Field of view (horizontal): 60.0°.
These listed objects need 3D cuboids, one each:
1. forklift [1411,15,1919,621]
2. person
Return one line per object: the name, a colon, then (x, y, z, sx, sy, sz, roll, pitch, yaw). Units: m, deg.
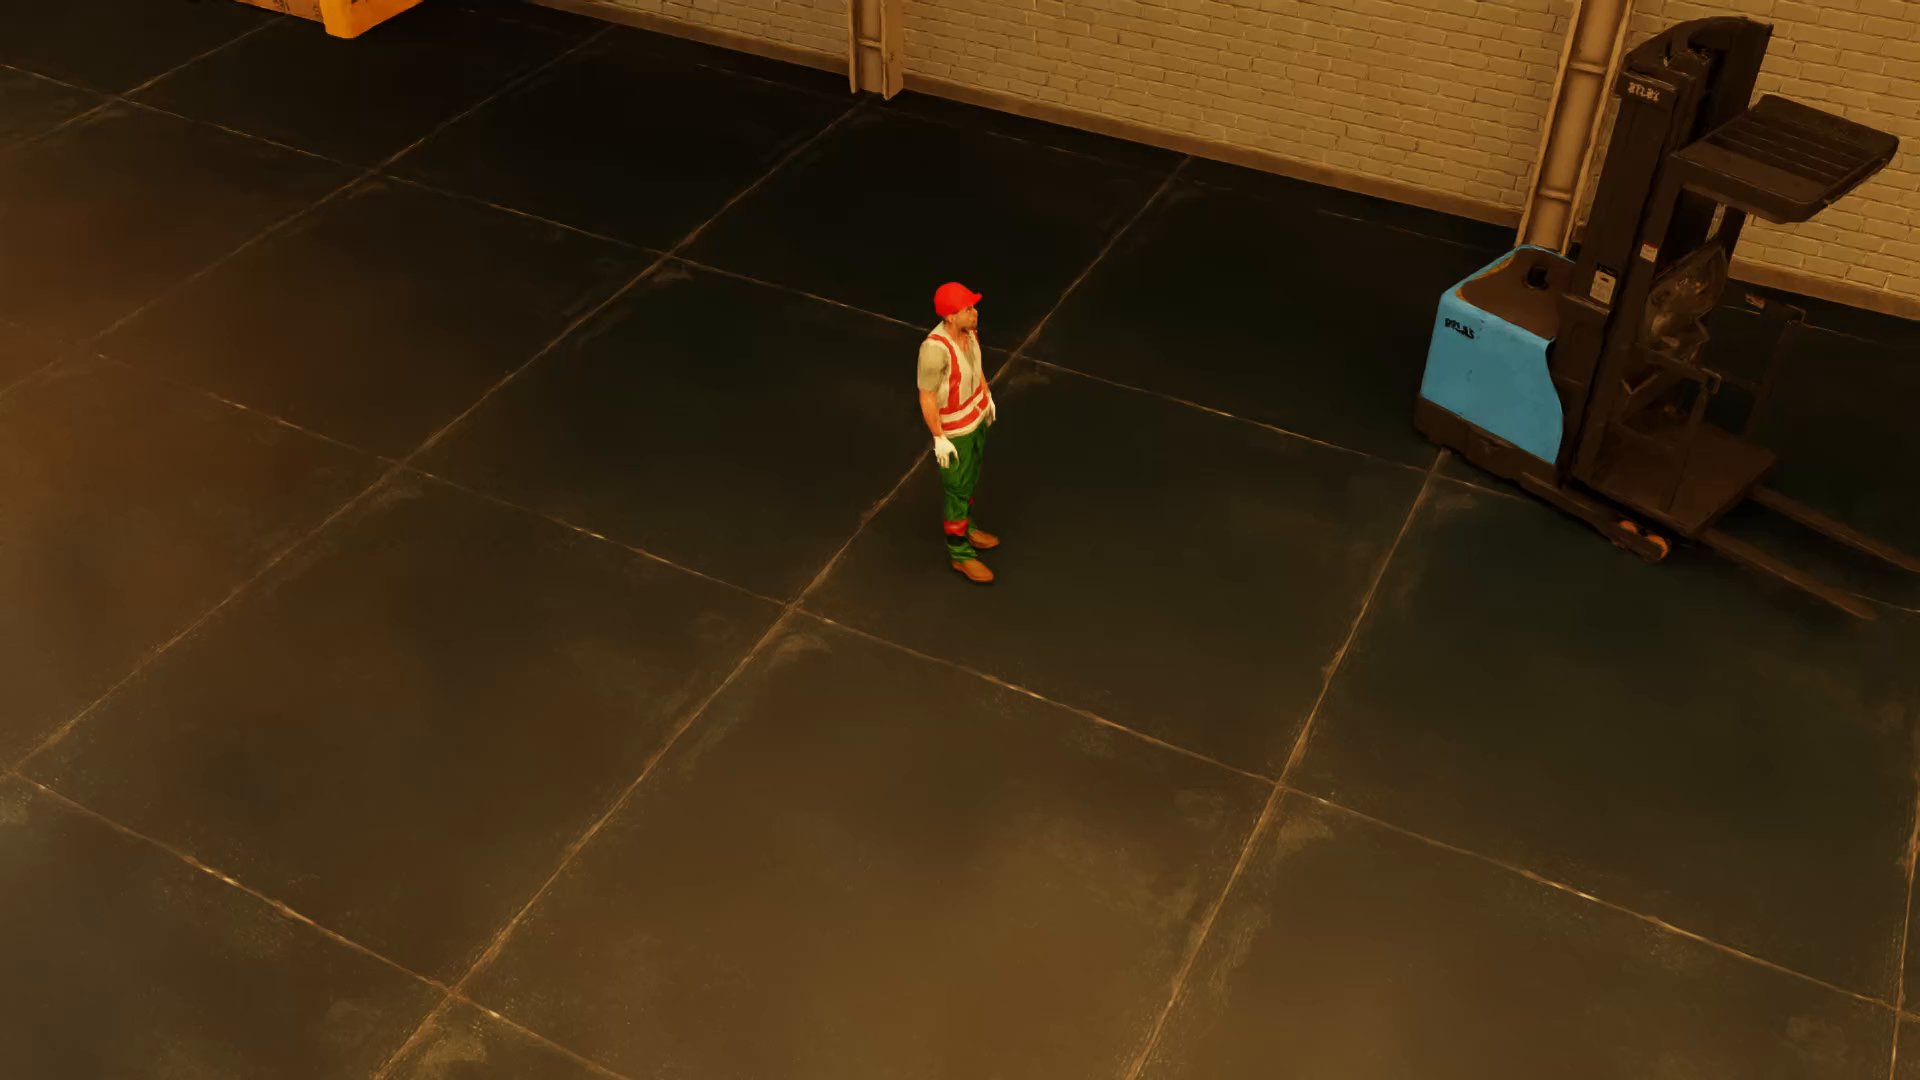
forklift: (4.374, -1.360, 9.601, 1.130, 2.935, 3.031, -31, 49, -31)
person: (0.068, -0.659, 9.645, 0.559, 1.787, 0.637, 18, 43, 21)
